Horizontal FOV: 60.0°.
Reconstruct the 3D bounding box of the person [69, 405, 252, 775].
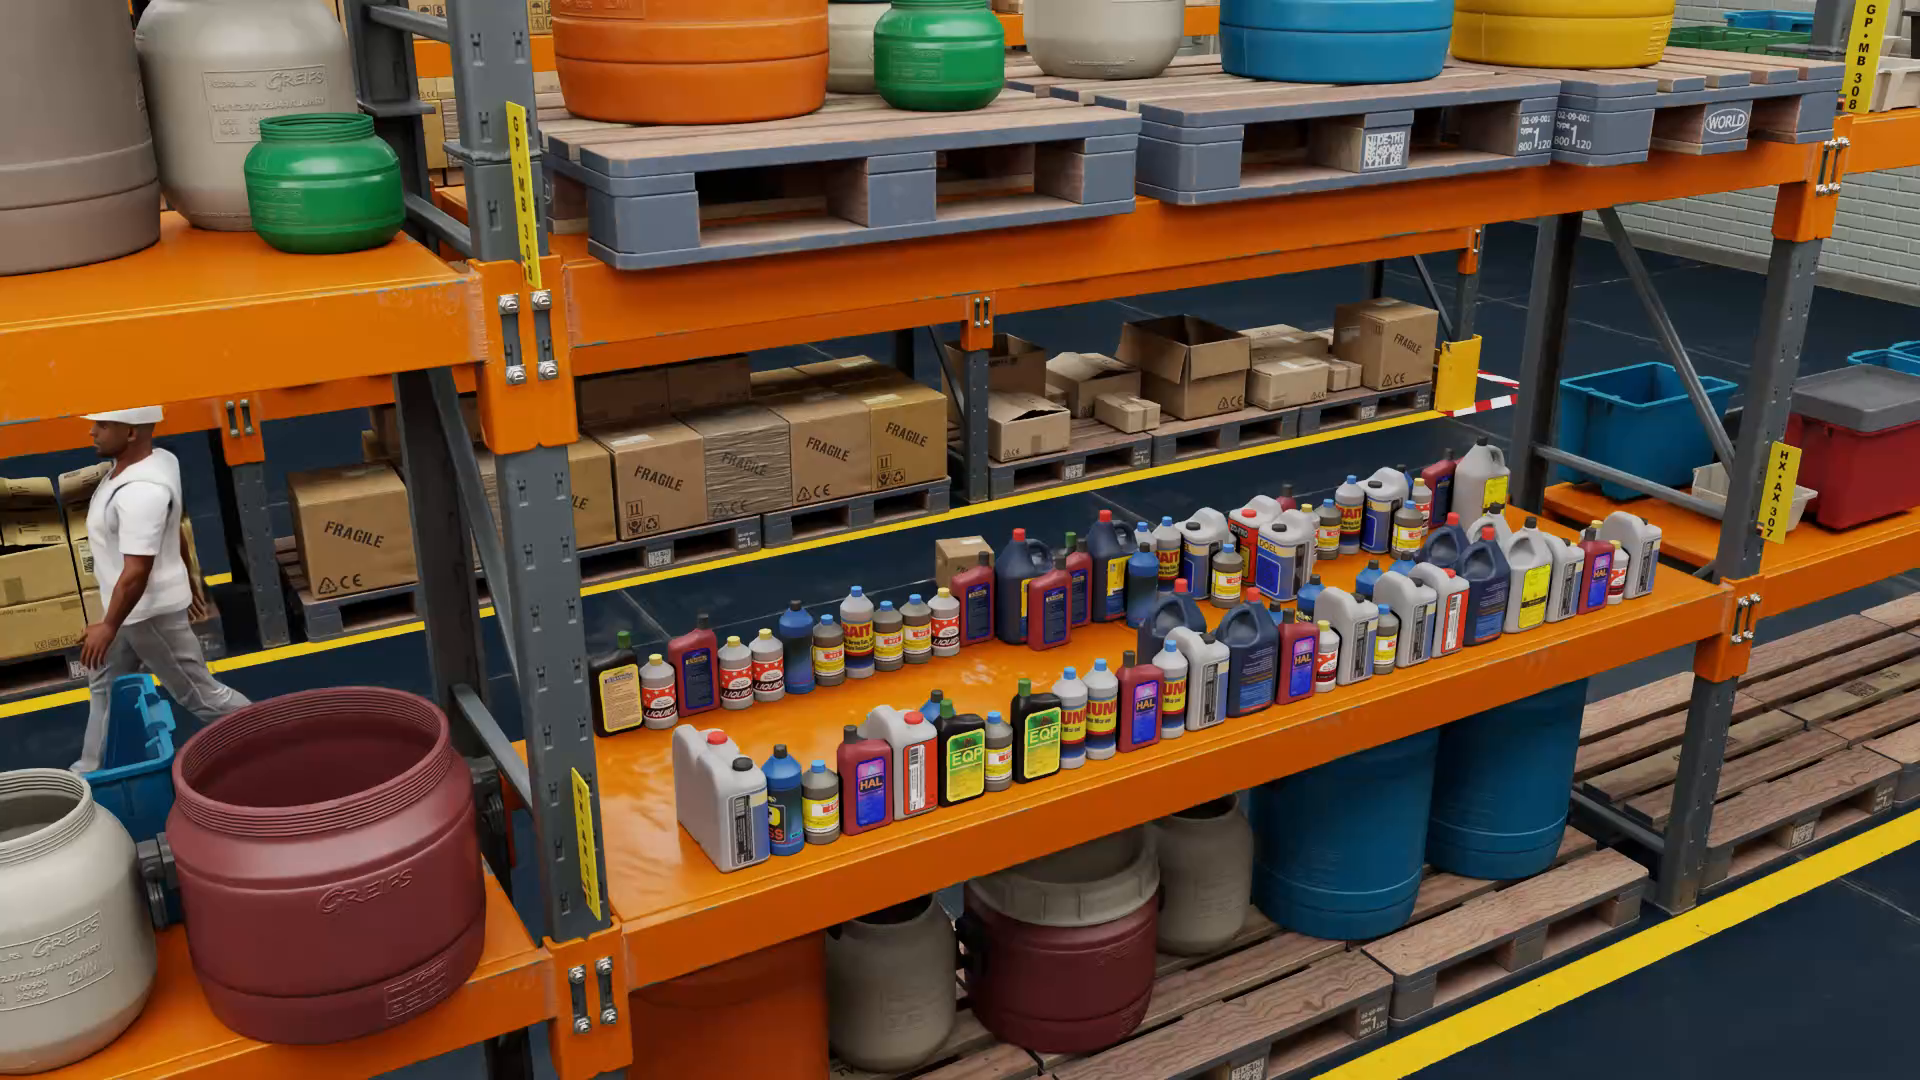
[{"bbox_3d":[-3.227,0.243,6.447,1.015,1.720,0.610,-10,24,-23],"label":"person"}]
